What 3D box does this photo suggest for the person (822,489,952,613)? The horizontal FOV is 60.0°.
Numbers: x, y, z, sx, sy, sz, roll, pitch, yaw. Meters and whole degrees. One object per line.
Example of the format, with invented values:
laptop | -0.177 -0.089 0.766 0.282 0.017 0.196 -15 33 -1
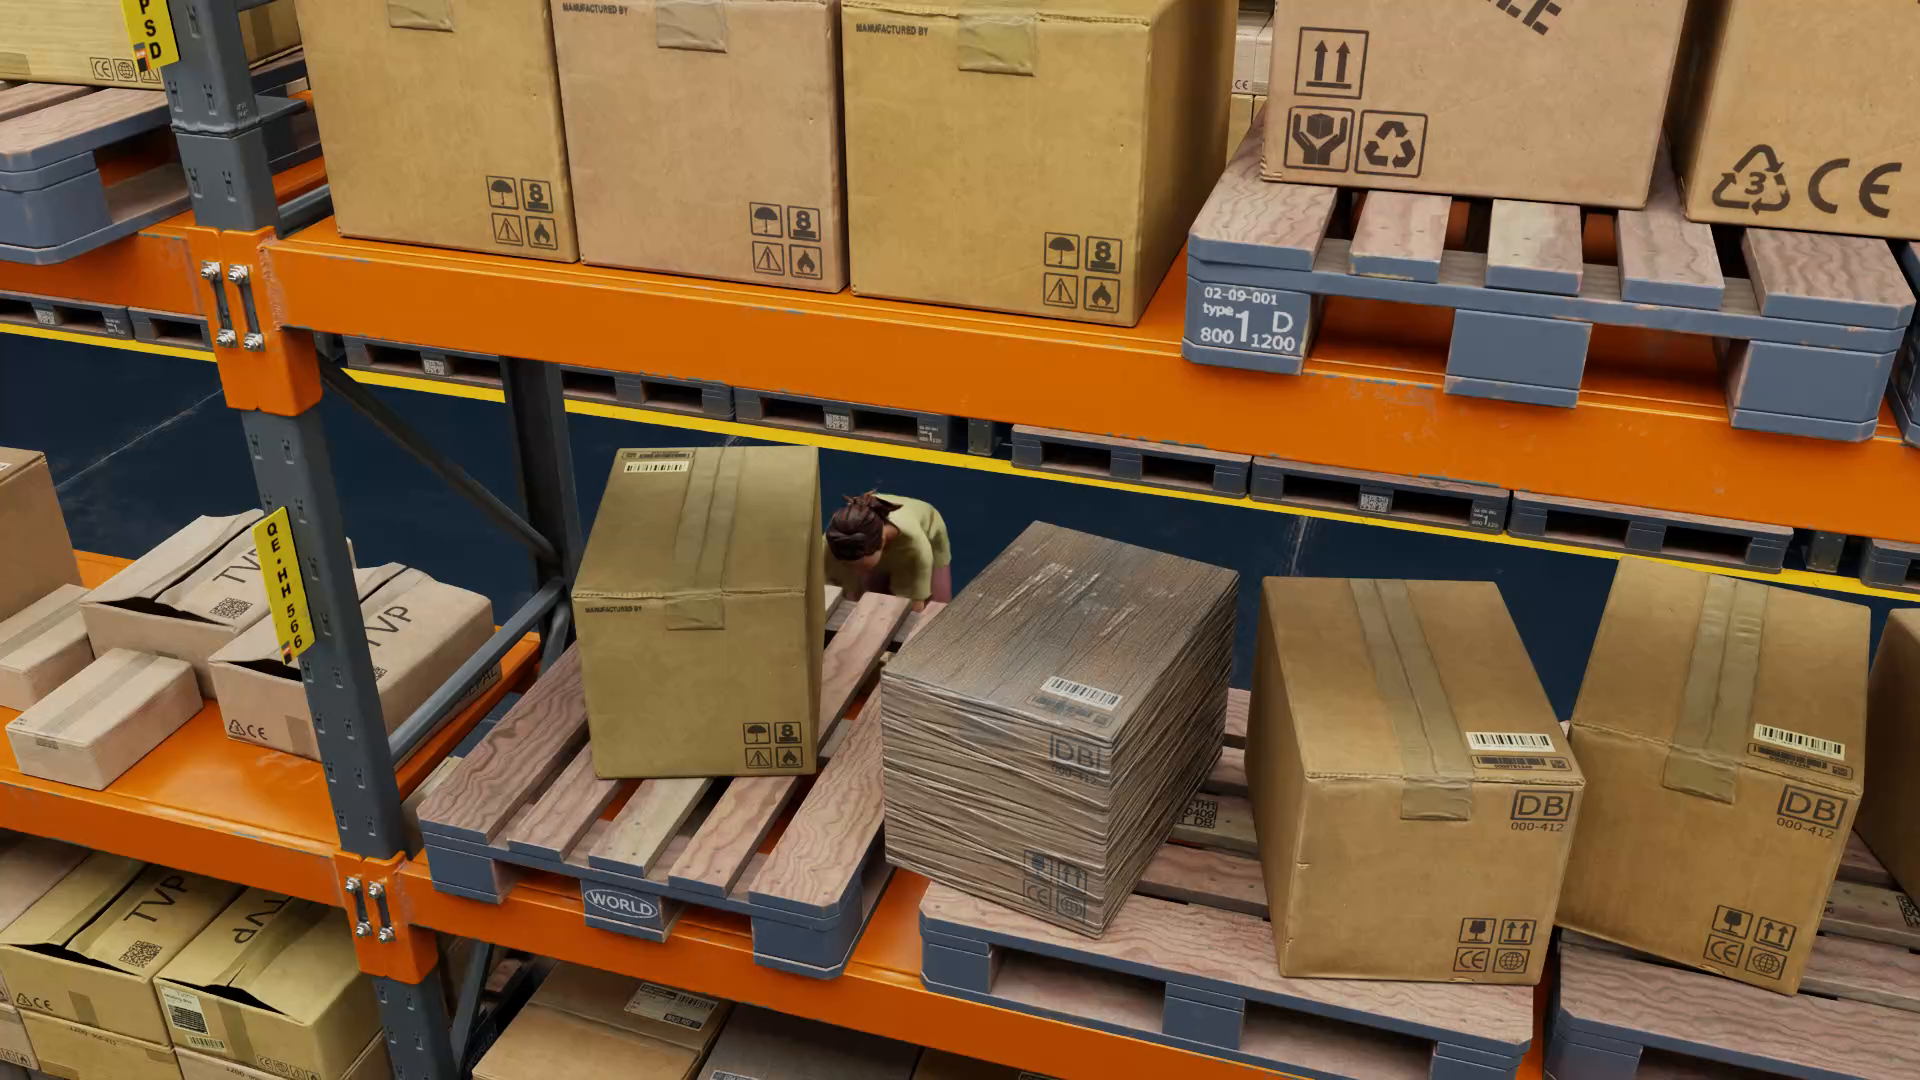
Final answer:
person | -0.277 0.375 5.958 0.425 1.191 0.806 8 30 13
